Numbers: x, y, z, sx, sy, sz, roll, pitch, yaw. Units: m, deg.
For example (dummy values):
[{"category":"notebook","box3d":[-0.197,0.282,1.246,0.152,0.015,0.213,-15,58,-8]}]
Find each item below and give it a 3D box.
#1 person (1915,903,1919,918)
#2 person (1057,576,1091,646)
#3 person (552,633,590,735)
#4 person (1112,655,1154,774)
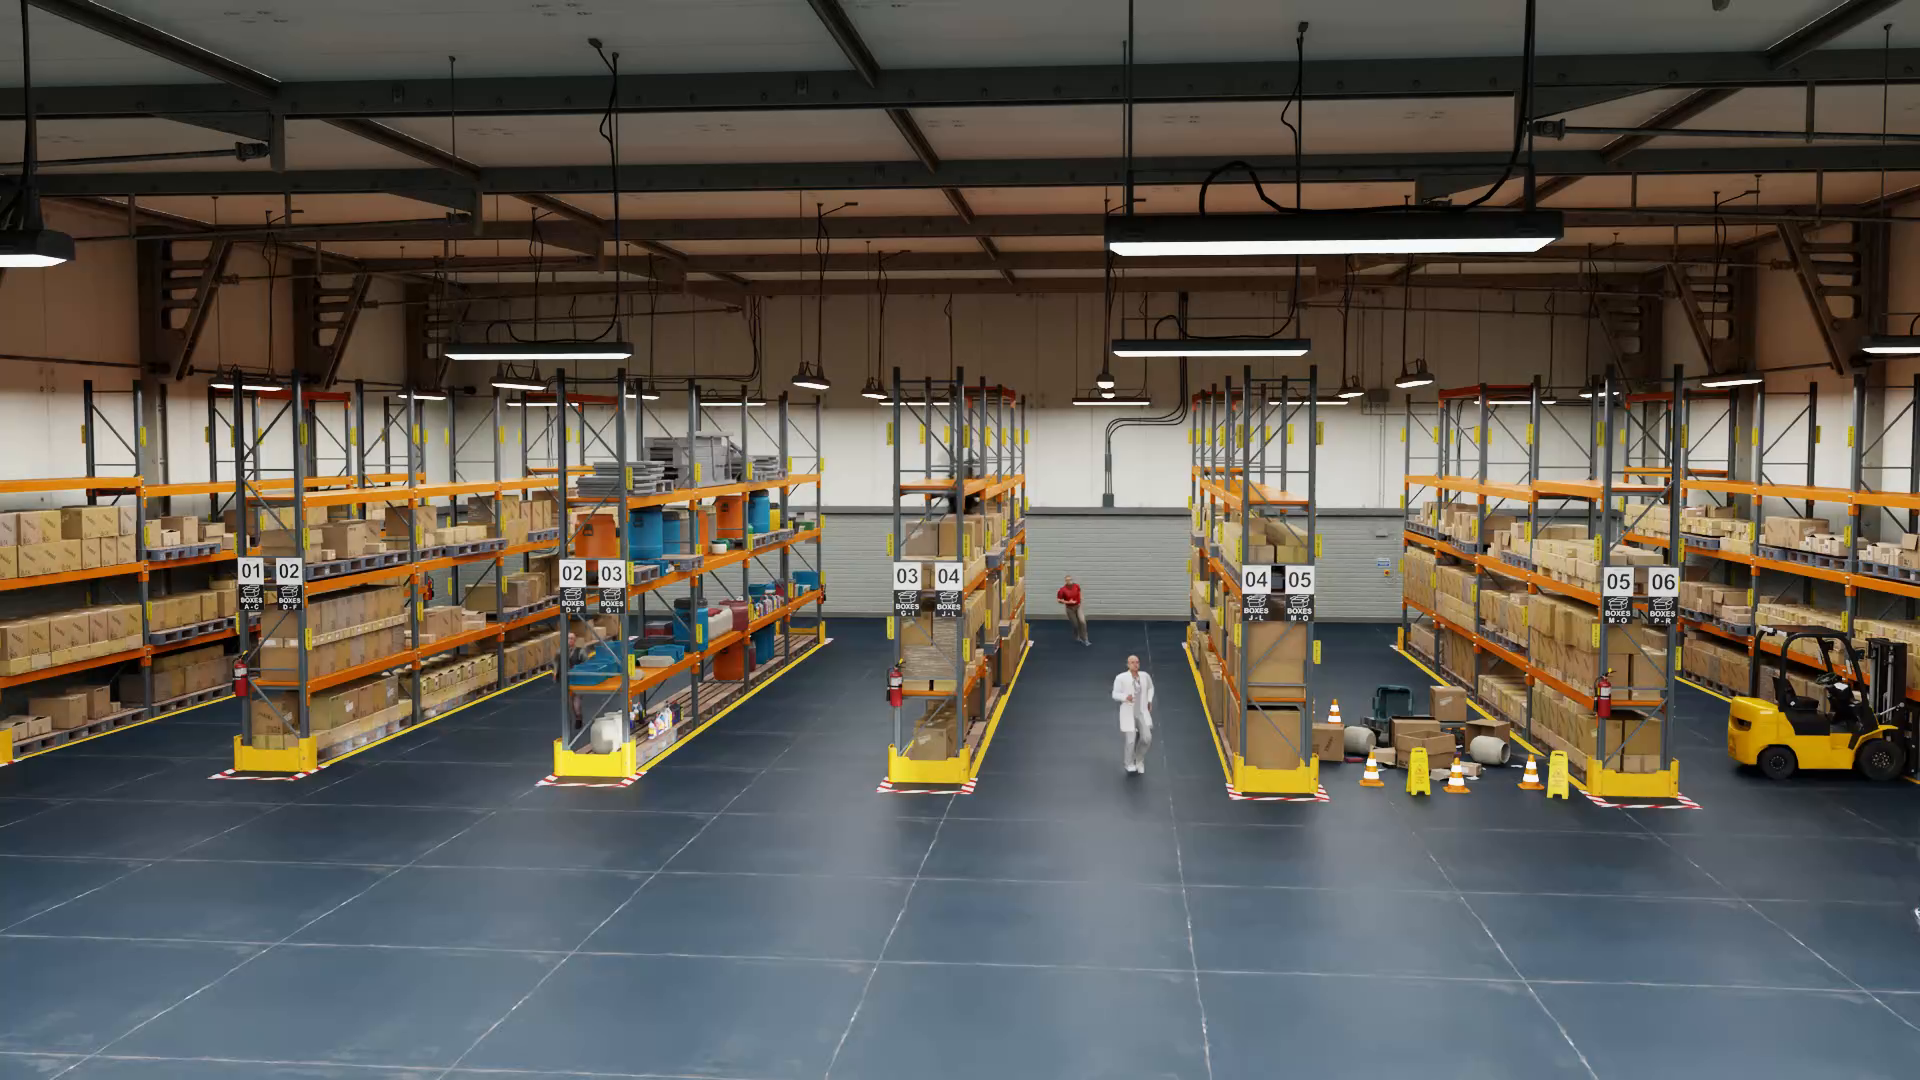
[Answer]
[{"category":"person","box3d":[9.866,3.172,16.332,0.565,1.582,0.859,-2,4,-34]},{"category":"person","box3d":[2.692,1.694,40.069,0.738,1.693,0.840,-1,4,-16]},{"category":"person","box3d":[-6.525,2.411,27.909,0.676,1.708,0.802,0,4,-2]},{"category":"person","box3d":[2.605,2.694,24.598,0.692,1.579,0.686,-1,4,-10]}]
